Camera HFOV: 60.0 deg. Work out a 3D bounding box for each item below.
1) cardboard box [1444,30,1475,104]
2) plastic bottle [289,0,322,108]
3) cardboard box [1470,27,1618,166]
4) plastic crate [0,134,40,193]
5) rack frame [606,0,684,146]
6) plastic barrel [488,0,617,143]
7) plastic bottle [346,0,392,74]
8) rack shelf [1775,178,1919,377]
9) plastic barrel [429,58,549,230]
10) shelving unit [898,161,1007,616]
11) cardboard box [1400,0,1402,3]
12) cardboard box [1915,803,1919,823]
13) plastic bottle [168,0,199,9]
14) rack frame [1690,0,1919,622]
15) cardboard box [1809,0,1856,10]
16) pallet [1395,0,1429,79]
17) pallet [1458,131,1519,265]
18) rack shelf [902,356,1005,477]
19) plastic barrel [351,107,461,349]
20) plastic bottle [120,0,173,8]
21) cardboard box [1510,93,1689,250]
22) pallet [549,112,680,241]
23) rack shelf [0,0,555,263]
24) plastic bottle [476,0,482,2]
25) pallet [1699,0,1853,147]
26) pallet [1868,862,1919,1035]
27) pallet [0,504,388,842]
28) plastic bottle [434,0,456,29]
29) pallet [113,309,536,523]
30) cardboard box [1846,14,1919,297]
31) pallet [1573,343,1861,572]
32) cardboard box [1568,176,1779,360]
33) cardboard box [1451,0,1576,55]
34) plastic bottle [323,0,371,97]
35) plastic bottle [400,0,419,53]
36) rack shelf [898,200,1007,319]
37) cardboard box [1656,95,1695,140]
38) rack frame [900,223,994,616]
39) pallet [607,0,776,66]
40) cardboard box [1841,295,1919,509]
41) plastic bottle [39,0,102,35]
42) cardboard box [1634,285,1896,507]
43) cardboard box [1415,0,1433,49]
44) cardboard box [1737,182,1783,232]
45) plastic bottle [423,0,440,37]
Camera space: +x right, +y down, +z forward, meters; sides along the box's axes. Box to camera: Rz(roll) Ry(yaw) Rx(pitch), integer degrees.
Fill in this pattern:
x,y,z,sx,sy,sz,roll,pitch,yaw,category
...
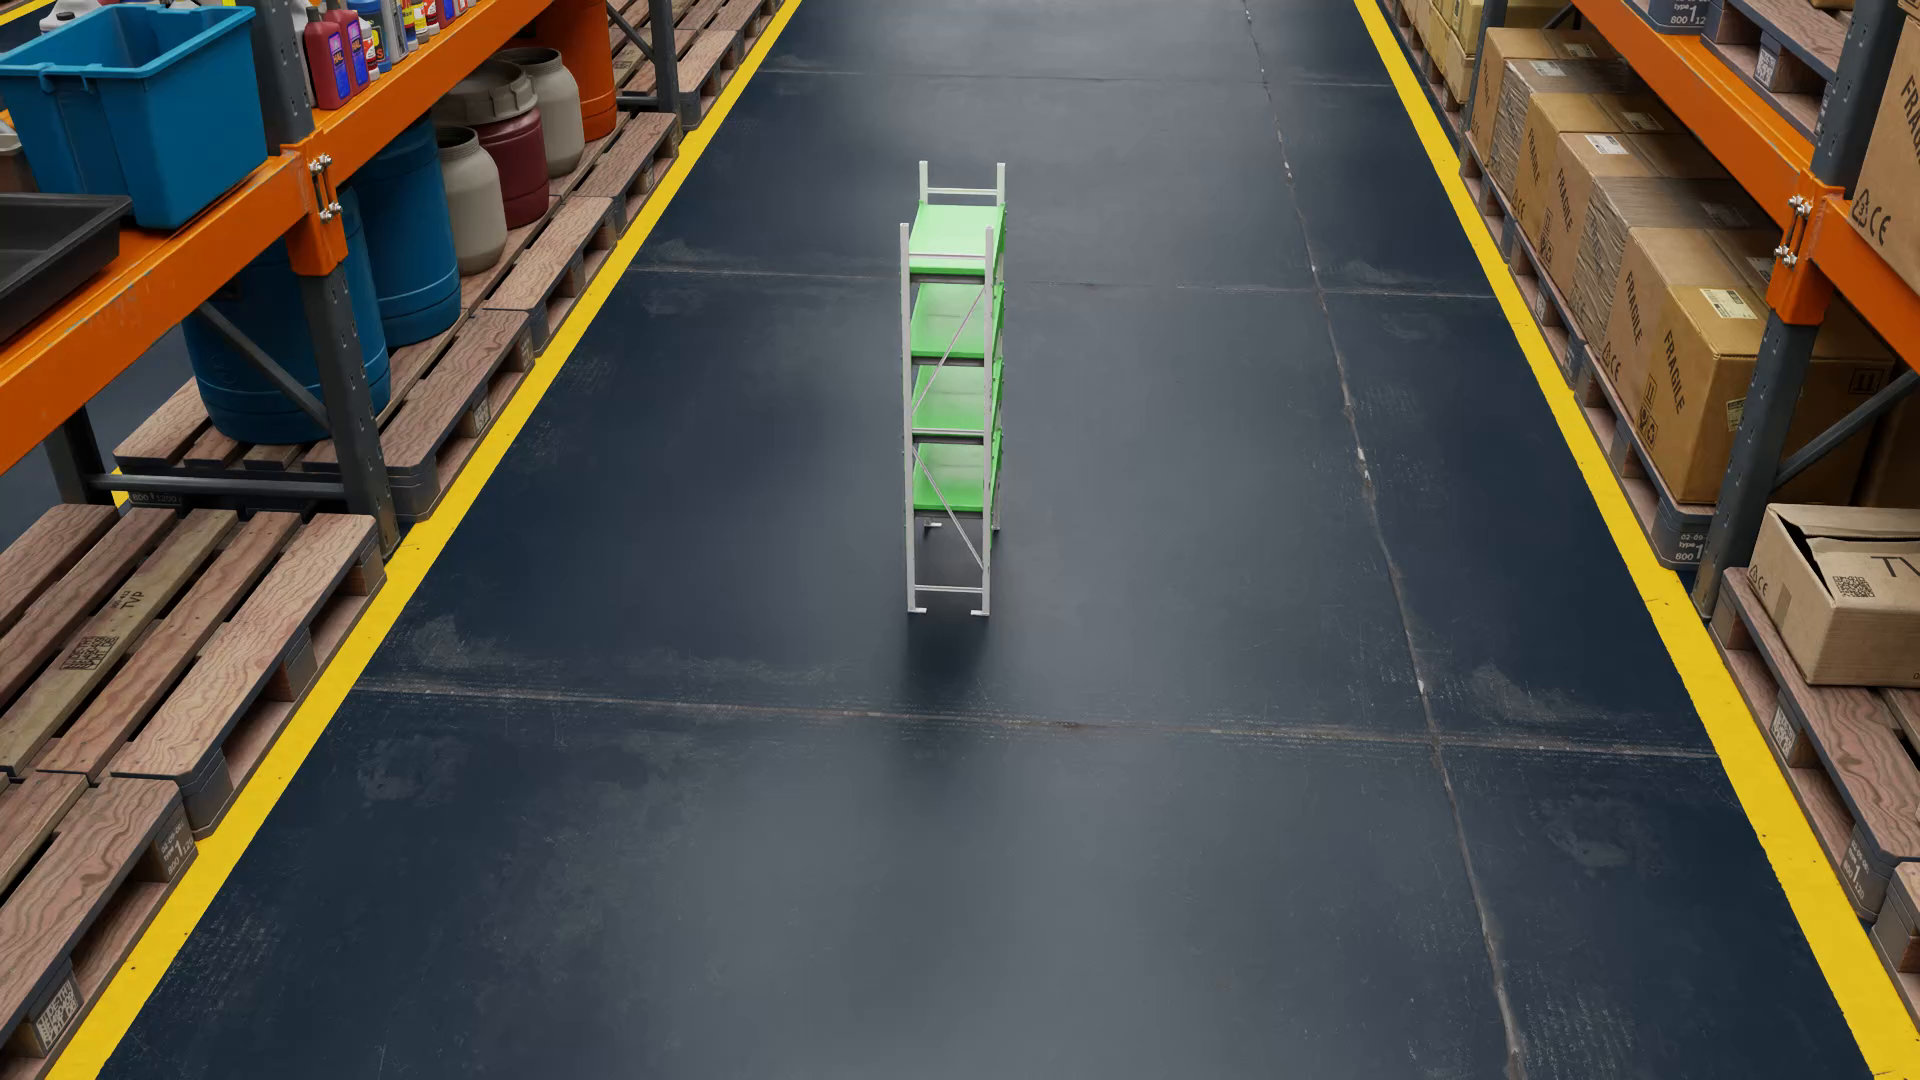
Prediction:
x,y,z,sx,sy,sz,roll,pitch,yaw,category
2.798,-2.434,8.561,0.500,0.250,0.500,3,32,5,cardboard box
-1.909,-1.433,4.763,0.144,0.351,0.185,2,32,4,plastic bottle
2.676,-2.038,7.661,0.500,0.500,0.500,4,32,6,cardboard box
-2.444,-0.938,4.108,0.396,0.136,0.243,2,32,4,plastic crate
-1.938,-3.354,7.833,1.000,3.000,0.127,2,32,4,rack frame
-1.961,-2.352,7.876,0.600,0.830,0.708,2,32,4,plastic barrel
-1.799,-1.563,5.050,0.097,0.271,0.097,0,32,0,plastic bottle
2.510,0.303,2.585,1.077,0.370,4.000,2,32,4,rack shelf
-2.053,-1.659,6.981,0.600,0.588,0.708,2,32,4,plastic barrel
-0.013,-0.424,4.795,0.258,1.200,0.503,2,32,4,shelving unit
2.962,-3.502,10.294,0.500,0.250,0.500,2,32,2,cardboard box
2.362,0.633,3.645,0.380,0.166,0.250,2,32,4,cardboard box
-2.398,-1.593,5.165,0.097,0.201,0.097,0,32,0,plastic bottle
2.673,-1.049,4.093,1.000,3.000,0.127,2,32,4,rack frame
2.927,-1.871,4.931,0.700,0.500,0.500,7,32,12,cardboard box
3.206,-3.018,9.947,1.003,0.211,1.213,2,32,4,pallet
2.900,-1.565,7.588,1.003,0.211,1.213,2,32,4,pallet
-0.013,-0.370,4.828,0.258,0.148,0.480,2,32,4,rack shelf
-2.145,-1.202,5.941,0.600,0.901,0.708,2,32,4,plastic barrel
-2.524,-1.620,5.139,0.152,0.276,0.135,2,32,4,plastic bottle
2.594,-1.502,6.791,0.500,0.500,0.500,2,32,3,cardboard box
-1.961,-1.753,7.893,1.003,0.211,1.213,2,32,4,pallet
-2.101,-2.002,6.325,1.077,0.370,4.000,2,32,4,rack shelf
-1.752,-2.041,5.821,0.152,0.276,0.135,2,32,4,plastic bottle
2.846,-1.380,4.814,1.003,0.211,1.213,2,32,4,pallet
2.519,1.137,3.204,1.003,0.211,1.213,2,32,4,pallet
-2.285,0.311,4.544,1.003,0.211,1.213,2,32,4,pallet
-1.737,-1.851,5.505,0.061,0.283,0.133,2,32,4,plastic bottle
-2.160,-0.477,5.823,1.003,0.211,1.213,2,32,4,pallet
2.360,-0.837,3.653,0.500,0.500,0.500,3,32,5,cardboard box
2.701,-0.289,5.517,1.003,0.211,1.213,2,32,4,pallet
2.517,-0.963,5.916,0.500,0.500,0.500,3,32,5,cardboard box
2.796,-2.672,8.412,0.500,0.311,0.500,3,32,5,cardboard box
-1.798,-1.456,4.865,0.061,0.283,0.133,2,32,4,plastic bottle
-1.780,-1.684,5.246,0.097,0.271,0.097,0,32,0,plastic bottle
-0.013,-0.778,4.576,0.258,0.148,0.480,2,32,4,rack shelf
3.114,-1.494,6.778,0.500,0.500,0.500,1,32,2,cardboard box
-0.033,-0.297,4.588,0.240,1.200,0.015,2,32,4,rack frame
-1.735,-3.206,10.252,1.003,0.211,1.213,2,32,4,pallet
2.955,-0.415,5.027,0.500,0.500,0.500,1,32,2,cardboard box
-2.554,-1.429,4.829,0.152,0.276,0.135,2,32,4,plastic bottle
2.427,-0.442,5.072,0.500,0.500,0.500,2,32,4,cardboard box
2.880,-2.967,9.425,0.500,0.250,0.500,3,32,5,cardboard box
3.035,-0.955,5.904,0.500,0.500,0.500,3,32,5,cardboard box
-1.764,-1.756,5.430,0.097,0.201,0.097,0,32,0,plastic bottle
